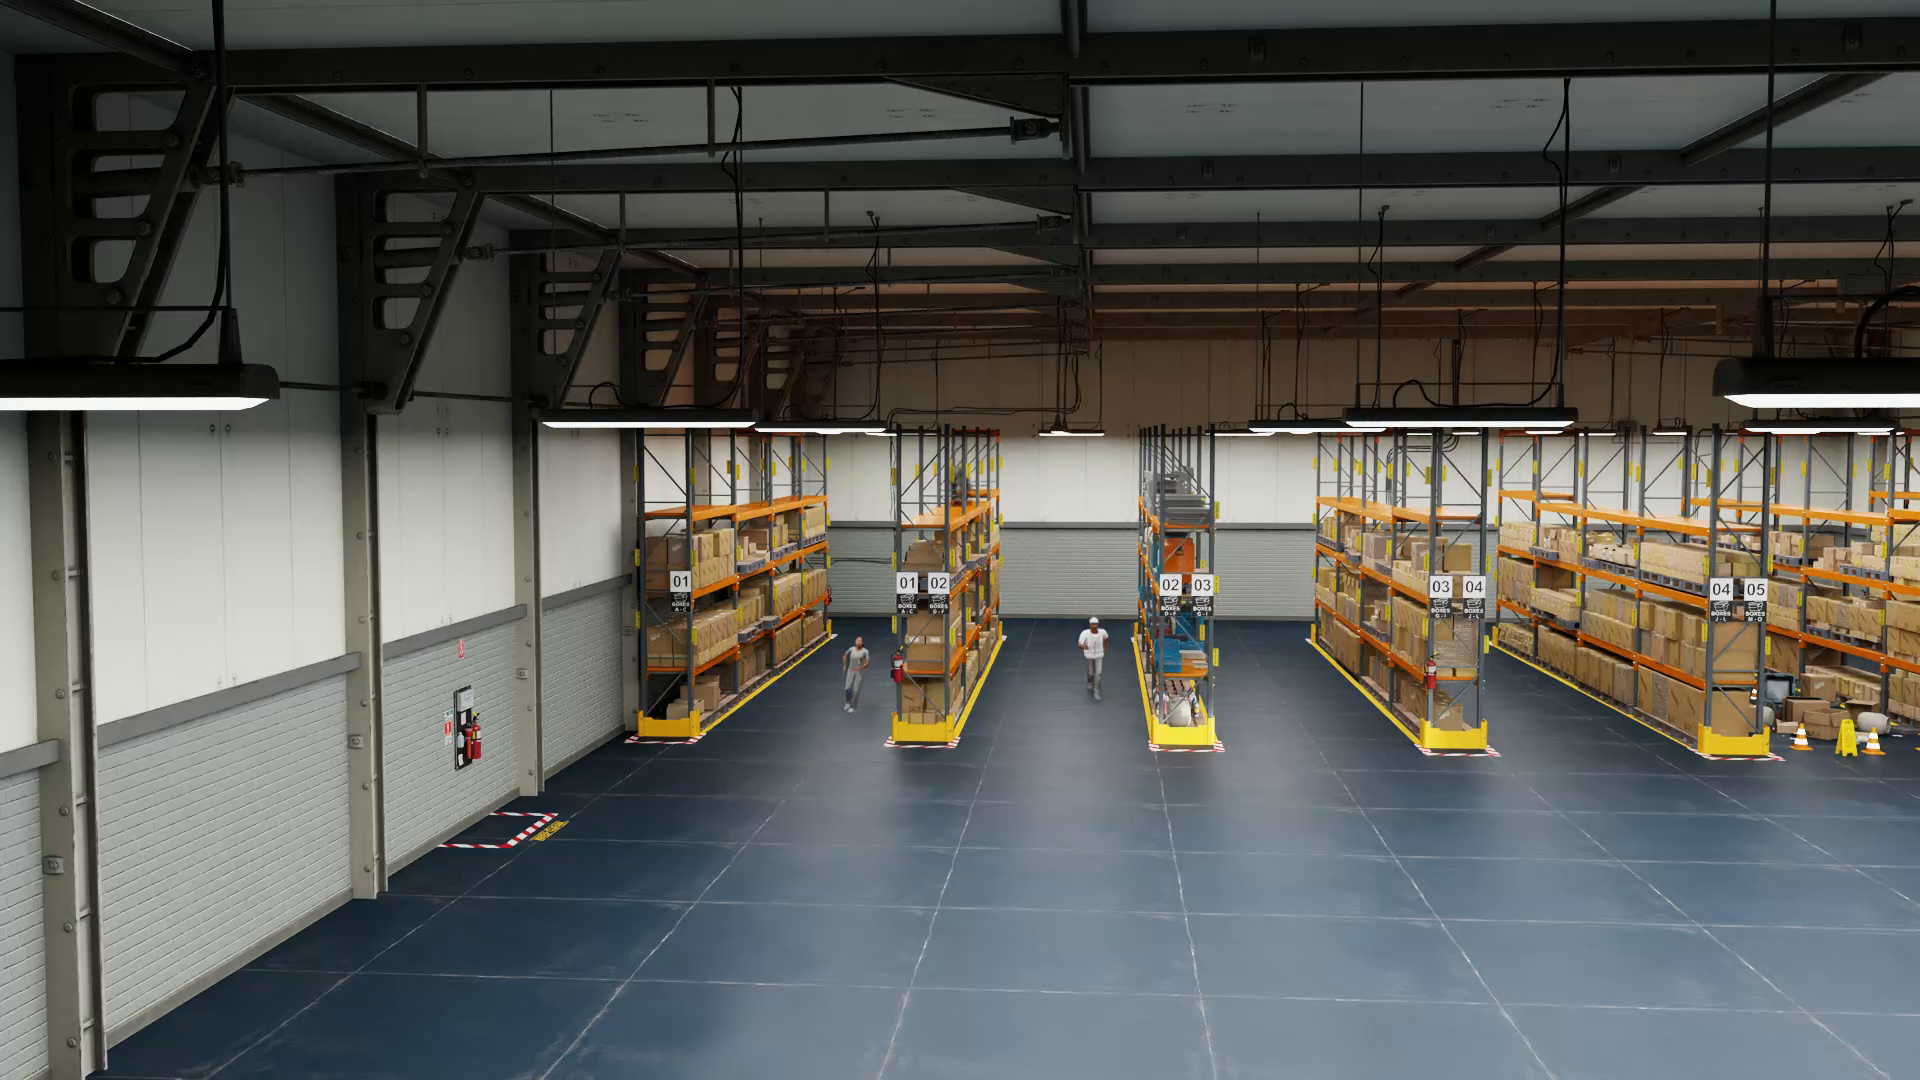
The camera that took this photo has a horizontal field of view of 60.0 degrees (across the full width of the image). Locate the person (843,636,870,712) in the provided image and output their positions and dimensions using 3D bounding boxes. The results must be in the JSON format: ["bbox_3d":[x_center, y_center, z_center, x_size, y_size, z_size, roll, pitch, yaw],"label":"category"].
[{"bbox_3d":[-2.166,2.798,34.674,0.584,1.618,0.528,0,3,3],"label":"person"}]

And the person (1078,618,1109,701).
[{"bbox_3d":[2.965,2.602,36.835,0.700,1.788,0.970,0,3,-2],"label":"person"}]

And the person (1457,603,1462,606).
[{"bbox_3d":[13.974,1.986,47.132,0.667,1.734,0.994,1,4,9],"label":"person"}]
